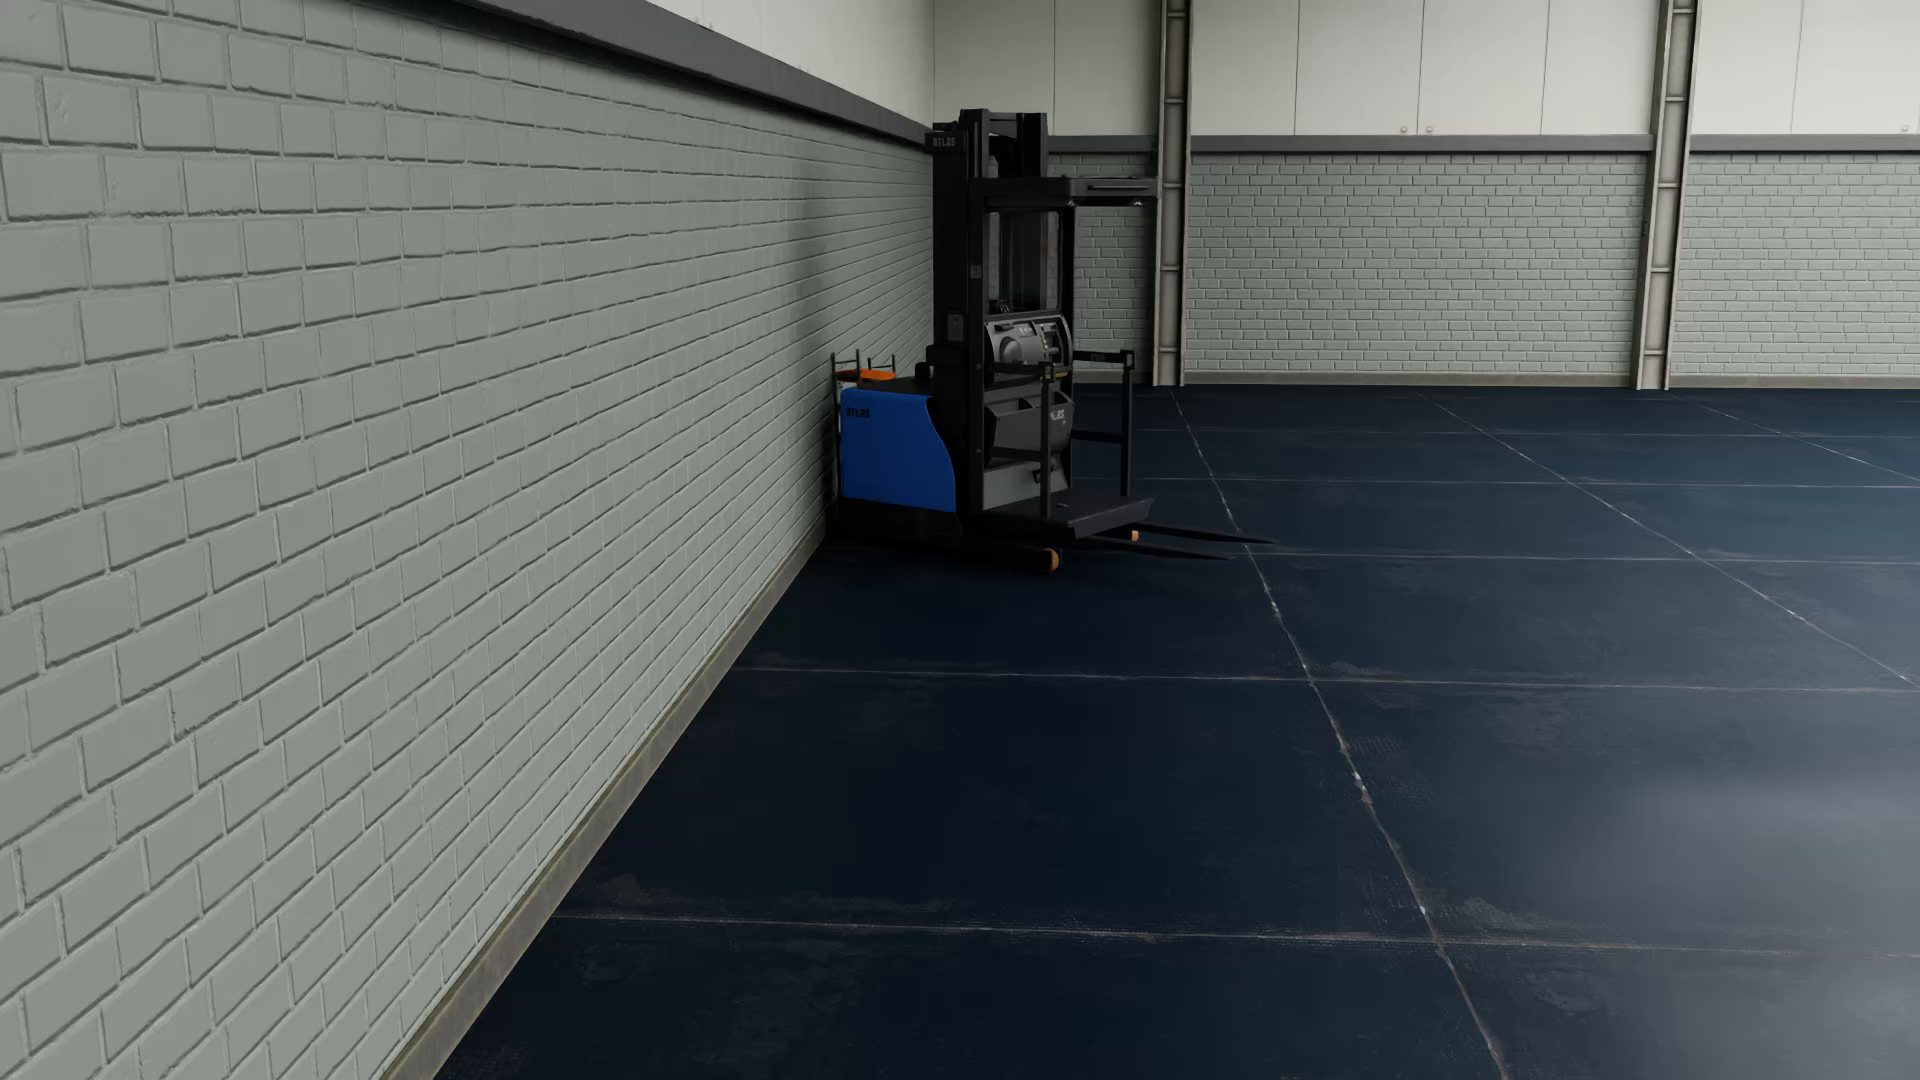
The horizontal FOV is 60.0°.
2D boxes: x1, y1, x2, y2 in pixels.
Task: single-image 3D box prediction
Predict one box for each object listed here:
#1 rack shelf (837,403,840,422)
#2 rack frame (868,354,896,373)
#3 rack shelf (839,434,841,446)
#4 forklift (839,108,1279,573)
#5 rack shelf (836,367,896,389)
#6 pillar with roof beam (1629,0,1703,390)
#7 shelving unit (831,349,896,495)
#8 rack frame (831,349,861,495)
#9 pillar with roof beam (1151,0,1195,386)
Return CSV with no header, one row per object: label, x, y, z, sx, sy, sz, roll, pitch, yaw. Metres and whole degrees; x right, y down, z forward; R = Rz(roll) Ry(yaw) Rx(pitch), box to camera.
rack shelf,-0.695,-0.948,12.385,0.258,0.148,0.480,-4,-1,30
rack frame,-0.564,-0.795,12.594,0.240,1.200,0.015,-4,-1,30
rack shelf,-0.683,-0.725,12.382,0.258,0.148,0.480,-4,-1,30
forklift,0.631,-1.341,11.021,3.031,2.935,1.130,9,15,36
rack shelf,-0.708,-1.184,12.389,0.258,0.148,0.480,-4,-1,30
pillar with roof beam,8.353,-5.430,15.747,0.400,9.000,9.100,1,12,4
shelving unit,-0.687,-0.792,12.383,0.258,1.200,0.503,-4,-1,30
rack frame,-0.809,-0.789,12.172,0.240,1.200,0.015,-4,-1,30
pillar with roof beam,2.367,-5.512,16.139,0.400,9.000,9.100,1,12,4
